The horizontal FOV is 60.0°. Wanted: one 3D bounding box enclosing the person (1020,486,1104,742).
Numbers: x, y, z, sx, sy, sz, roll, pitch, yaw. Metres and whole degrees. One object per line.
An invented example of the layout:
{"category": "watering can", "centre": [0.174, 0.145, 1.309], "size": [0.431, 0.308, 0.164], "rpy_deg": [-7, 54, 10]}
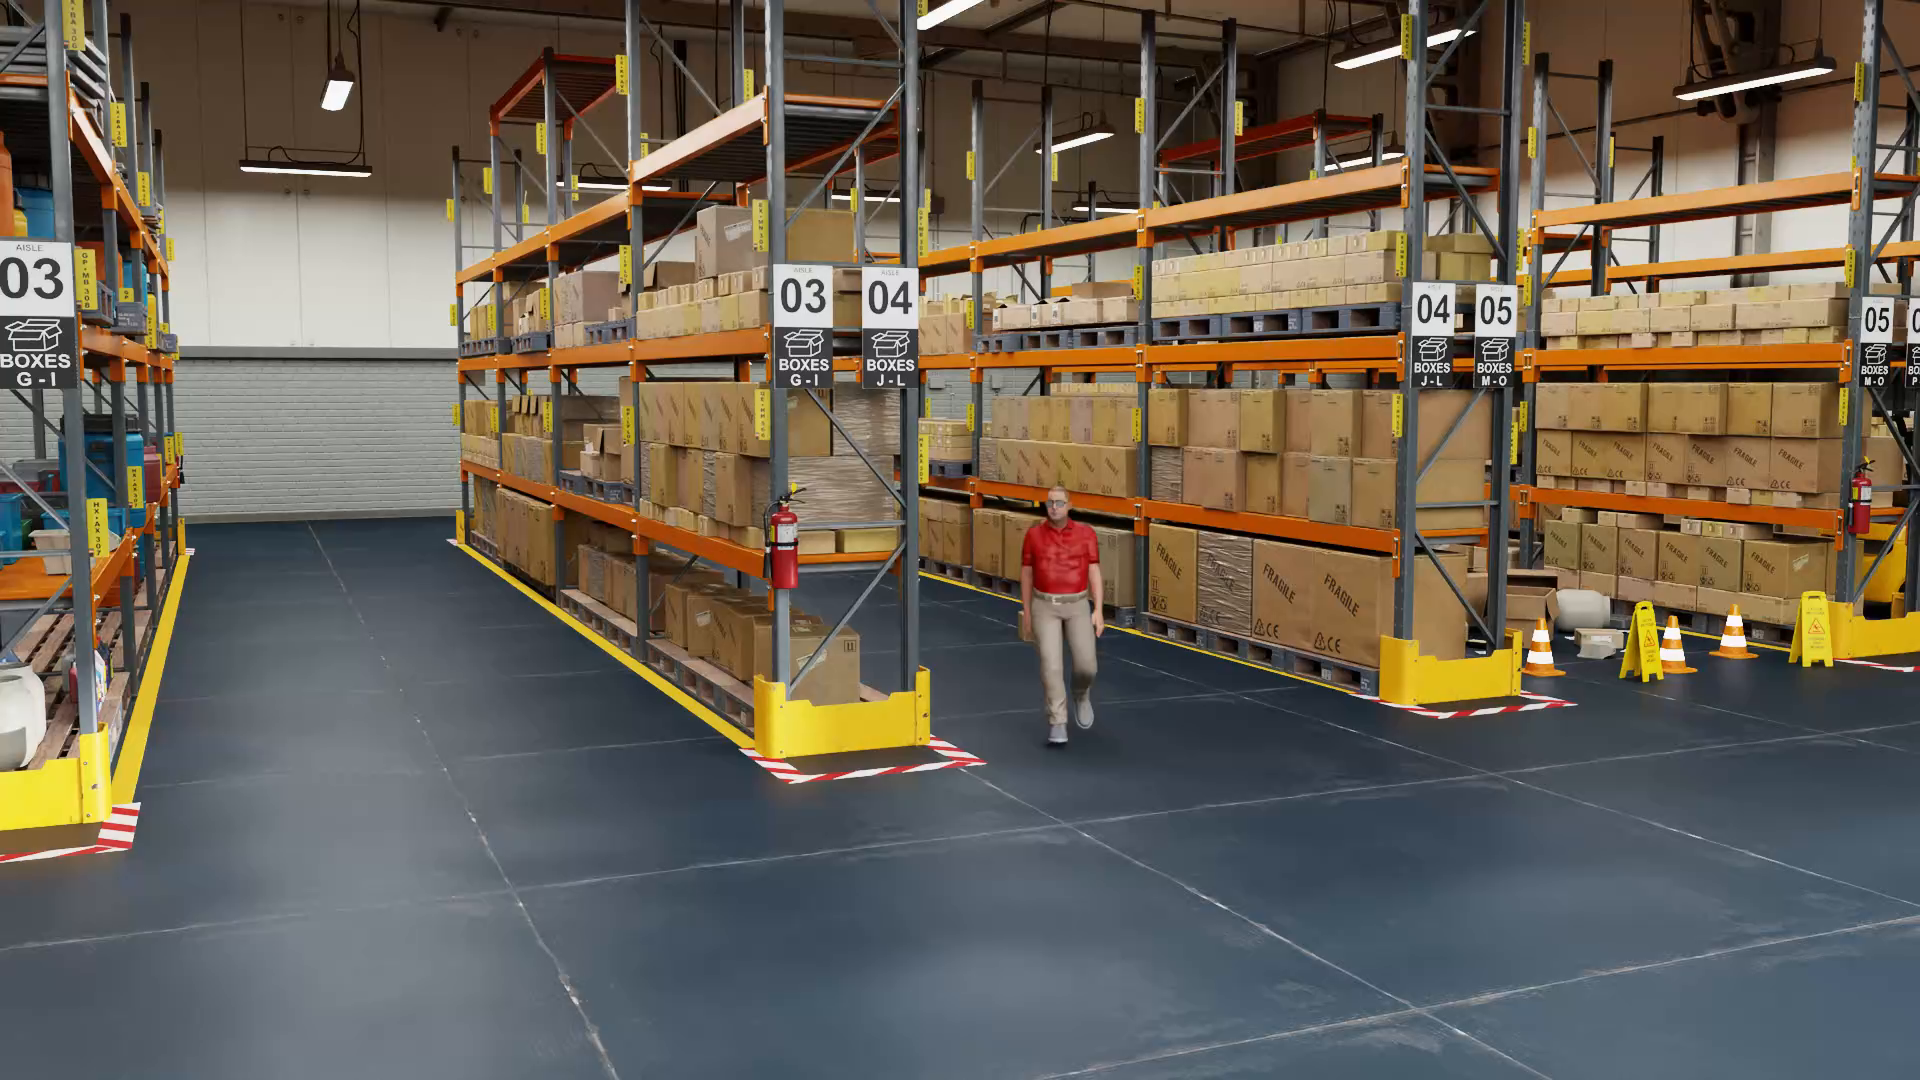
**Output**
{"category": "person", "centre": [0.696, 0.491, 11.345], "size": [0.571, 1.717, 0.556], "rpy_deg": [0, 5, 3]}
